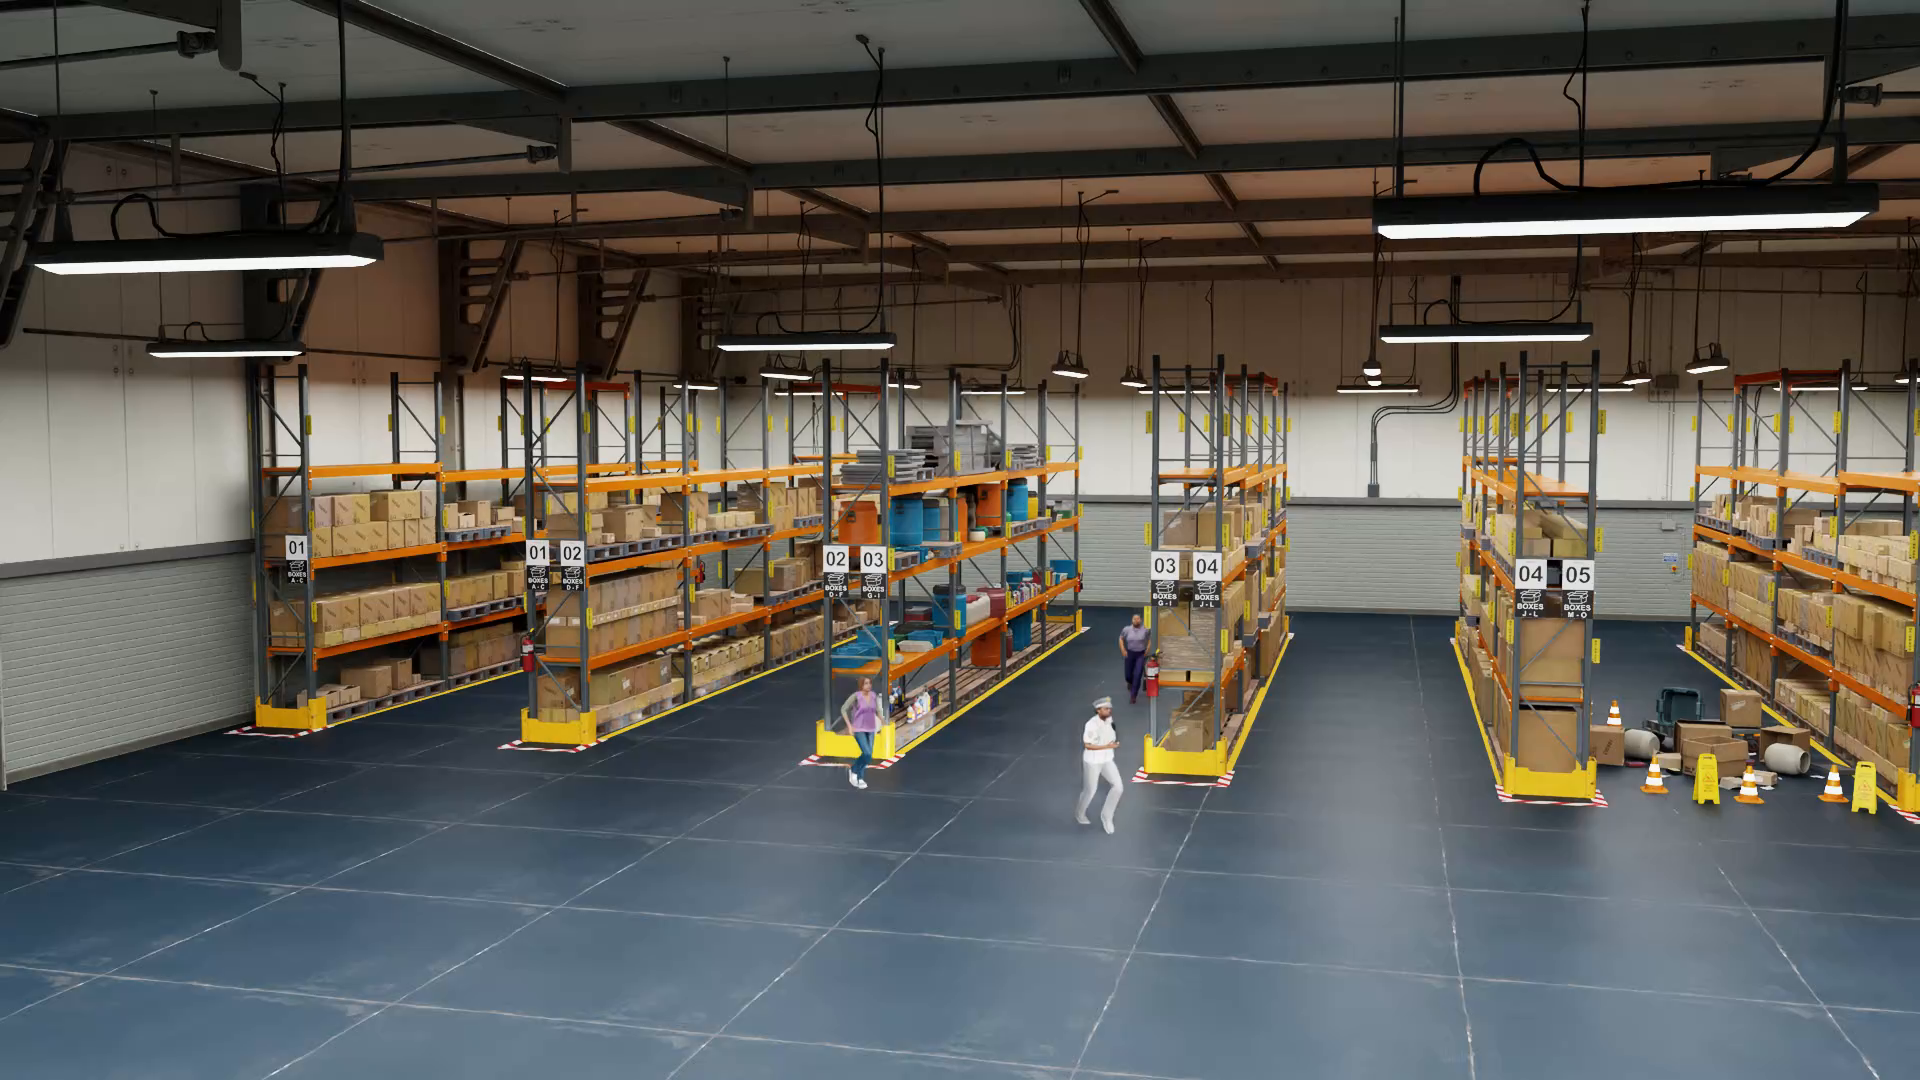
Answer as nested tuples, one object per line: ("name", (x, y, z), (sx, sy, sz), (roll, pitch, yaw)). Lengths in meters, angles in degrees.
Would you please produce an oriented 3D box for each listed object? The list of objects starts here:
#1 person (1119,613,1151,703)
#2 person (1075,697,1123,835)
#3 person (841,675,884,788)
("person", (3.206, 2.128, 30.256), (0.626, 1.619, 0.638), (1, 4, 7))
("person", (1.707, 2.755, 20.499), (0.600, 1.705, 0.820), (-3, 5, -38))
("person", (-1.296, 2.640, 22.853), (0.543, 1.568, 0.565), (-3, 5, -40))
